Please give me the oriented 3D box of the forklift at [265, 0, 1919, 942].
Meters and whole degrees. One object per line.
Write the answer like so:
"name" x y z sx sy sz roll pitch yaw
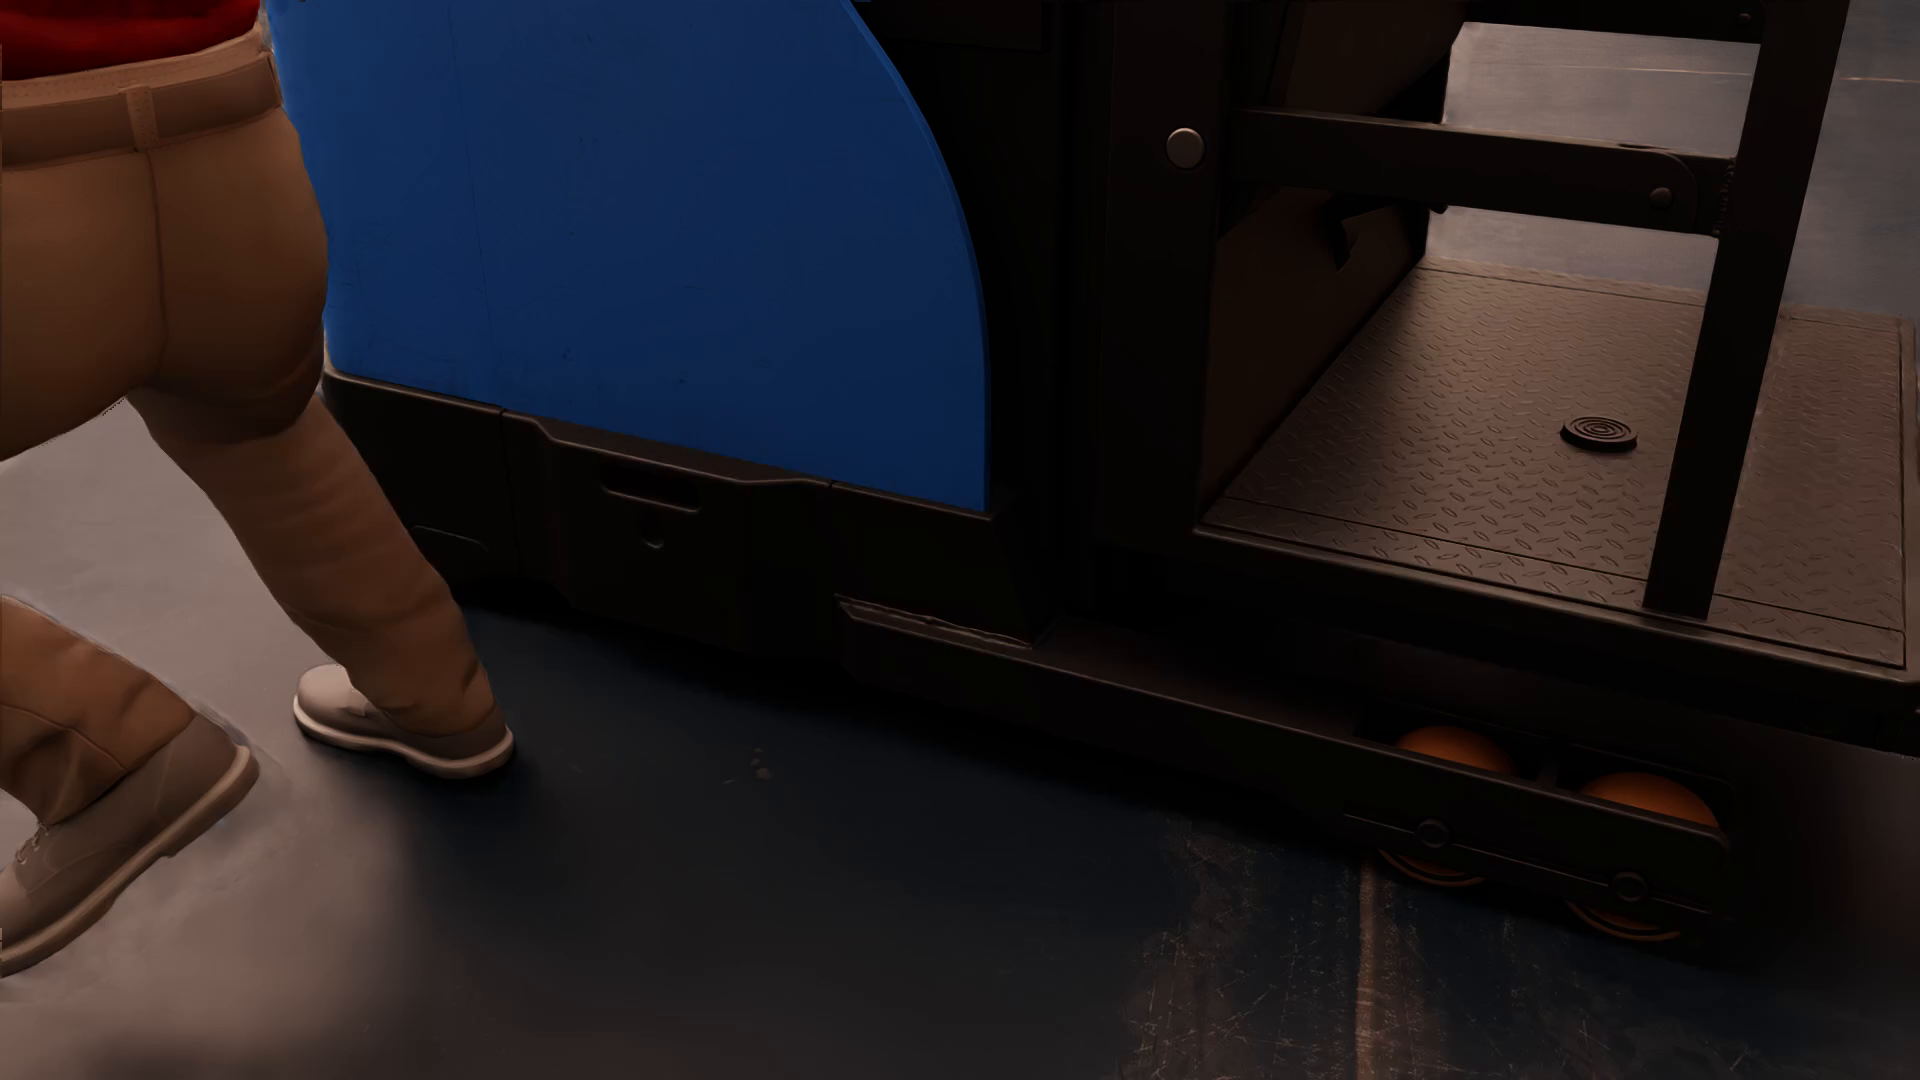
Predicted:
"forklift" 0.661 -1.175 1.576 3.031 2.935 1.130 13 29 24

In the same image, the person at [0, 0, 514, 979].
"person" -0.834 -0.340 1.408 0.620 1.593 0.794 15 30 27
